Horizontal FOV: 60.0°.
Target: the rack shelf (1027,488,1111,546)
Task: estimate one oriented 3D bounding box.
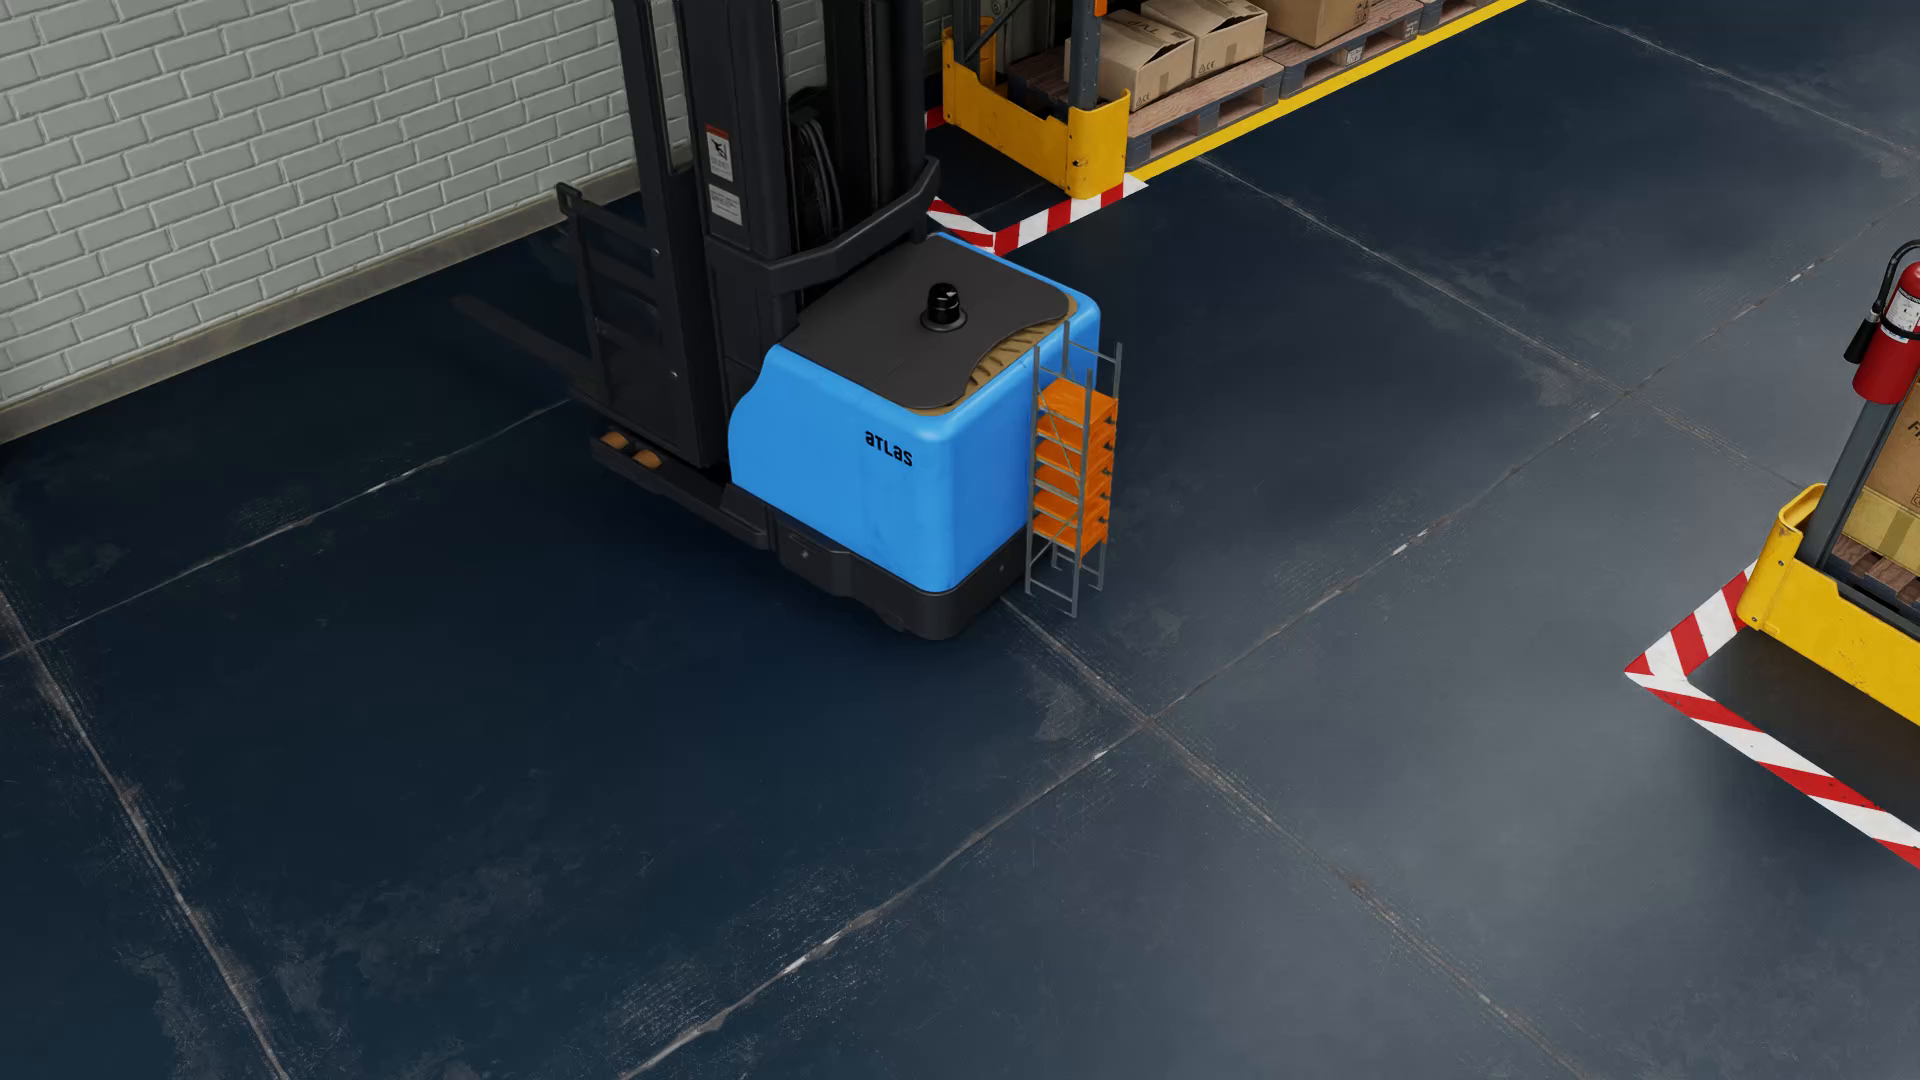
[{"bbox_3d":[0.407,-0.114,6.235,0.258,0.103,0.180,27,50,26],"label":"rack shelf"}]

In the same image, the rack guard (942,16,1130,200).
[{"bbox_3d":[0.384,-2.313,8.847,0.348,0.500,1.175,-30,51,-28],"label":"rack guard"}]

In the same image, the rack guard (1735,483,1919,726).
[{"bbox_3d":[3.489,0.331,6.032,0.348,0.500,1.175,-30,51,-28],"label":"rack guard"}]

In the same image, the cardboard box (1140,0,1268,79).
[{"bbox_3d":[1.352,-2.878,9.266,0.500,0.311,0.500,-26,49,-25],"label":"cardboard box"}]

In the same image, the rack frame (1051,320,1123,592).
[{"bbox_3d":[0.462,-0.284,6.176,0.240,1.200,0.006,27,50,26],"label":"rack frame"}]

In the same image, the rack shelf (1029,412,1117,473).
[{"bbox_3d":[0.407,-0.376,5.988,0.258,0.103,0.180,27,50,26],"label":"rack shelf"}]

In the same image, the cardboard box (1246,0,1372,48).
[{"bbox_3d":[1.947,-3.243,9.516,0.500,0.500,0.700,-33,52,-30],"label":"cardboard box"}]

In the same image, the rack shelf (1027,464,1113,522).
[{"bbox_3d":[0.407,-0.201,6.153,0.258,0.103,0.180,27,50,26],"label":"rack shelf"}]

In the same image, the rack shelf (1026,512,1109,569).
[{"bbox_3d":[0.407,-0.026,6.317,0.258,0.103,0.180,27,50,26],"label":"rack shelf"}]

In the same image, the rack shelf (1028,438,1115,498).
[{"bbox_3d":[0.407,-0.289,6.071,0.258,0.103,0.180,27,50,26],"label":"rack shelf"}]

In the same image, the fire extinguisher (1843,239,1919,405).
[{"bbox_3d":[3.118,-0.755,5.419,0.183,0.674,0.296,-30,51,-28],"label":"fire extinguisher"}]

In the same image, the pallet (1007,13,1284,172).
[{"bbox_3d":[1.030,-2.546,9.306,1.213,0.211,1.003,-30,51,-28],"label":"pallet"}]

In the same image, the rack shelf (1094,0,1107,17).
[{"bbox_3d":[1.860,-3.807,9.138,4.000,0.370,1.077,-30,51,-28],"label":"rack shelf"}]

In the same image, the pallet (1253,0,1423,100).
[{"bbox_3d":[1.965,-3.079,9.874,1.213,0.211,1.003,-30,51,-28],"label":"pallet"}]

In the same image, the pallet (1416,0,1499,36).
[{"bbox_3d":[2.902,-3.617,10.447,1.213,0.211,1.003,-30,51,-28],"label":"pallet"}]

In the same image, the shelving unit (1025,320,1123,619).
[{"bbox_3d":[0.407,-0.234,6.122,0.258,1.200,0.189,27,50,26],"label":"shelving unit"}]

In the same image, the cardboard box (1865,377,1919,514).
[{"bbox_3d":[3.728,-0.407,6.146,0.500,0.500,0.500,-30,51,-28],"label":"cardboard box"}]

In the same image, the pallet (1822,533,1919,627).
[{"bbox_3d":[4.067,0.068,6.524,1.213,0.211,1.003,-30,51,-28],"label":"pallet"}]

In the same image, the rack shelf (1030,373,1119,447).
[{"bbox_3d":[0.407,-0.464,5.906,0.258,0.103,0.180,27,50,26],"label":"rack shelf"}]

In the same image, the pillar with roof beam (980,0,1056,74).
[{"bbox_3d":[3.070,-3.878,4.306,0.400,9.000,9.100,-30,51,-28],"label":"pillar with roof beam"}]

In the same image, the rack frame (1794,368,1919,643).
[{"bbox_3d":[3.507,-0.591,5.188,0.127,3.000,1.000,-30,51,-28],"label":"rack frame"}]

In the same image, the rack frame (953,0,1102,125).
[{"bbox_3d":[0.326,-3.190,7.956,0.127,3.000,1.000,-30,51,-28],"label":"rack frame"}]

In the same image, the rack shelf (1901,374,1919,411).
[{"bbox_3d":[5.041,-1.207,6.370,4.000,0.370,1.077,-30,51,-28],"label":"rack shelf"}]

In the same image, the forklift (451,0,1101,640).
[{"bbox_3d":[-0.934,-1.535,6.243,3.031,2.935,1.130,28,50,27],"label":"forklift"}]

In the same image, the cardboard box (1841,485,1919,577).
[{"bbox_3d":[3.729,-0.132,6.401,0.500,0.250,0.500,-30,51,-28],"label":"cardboard box"}]

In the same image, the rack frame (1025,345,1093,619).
[{"bbox_3d":[0.352,-0.184,6.069,0.240,1.200,0.006,27,50,26],"label":"rack frame"}]

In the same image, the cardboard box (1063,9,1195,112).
[{"bbox_3d":[0.914,-2.627,8.999,0.500,0.311,0.500,33,52,30],"label":"cardboard box"}]
